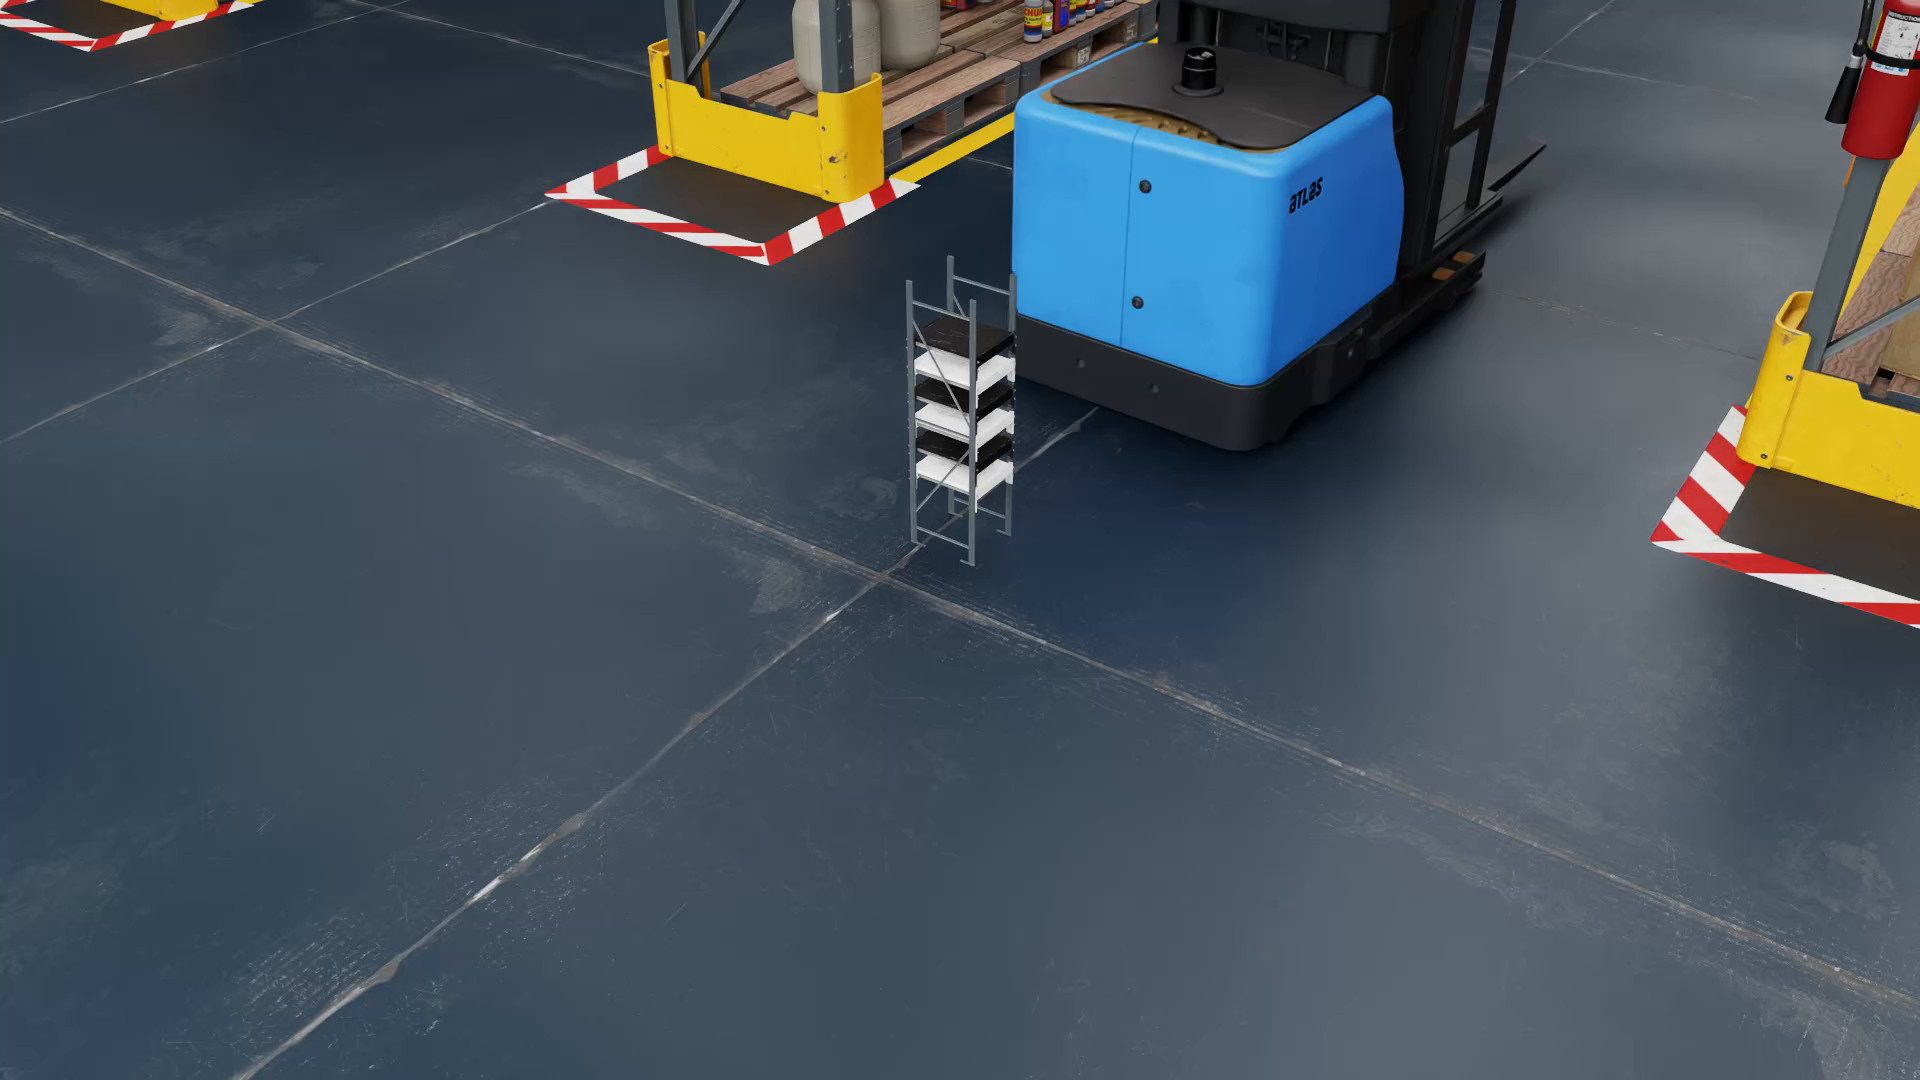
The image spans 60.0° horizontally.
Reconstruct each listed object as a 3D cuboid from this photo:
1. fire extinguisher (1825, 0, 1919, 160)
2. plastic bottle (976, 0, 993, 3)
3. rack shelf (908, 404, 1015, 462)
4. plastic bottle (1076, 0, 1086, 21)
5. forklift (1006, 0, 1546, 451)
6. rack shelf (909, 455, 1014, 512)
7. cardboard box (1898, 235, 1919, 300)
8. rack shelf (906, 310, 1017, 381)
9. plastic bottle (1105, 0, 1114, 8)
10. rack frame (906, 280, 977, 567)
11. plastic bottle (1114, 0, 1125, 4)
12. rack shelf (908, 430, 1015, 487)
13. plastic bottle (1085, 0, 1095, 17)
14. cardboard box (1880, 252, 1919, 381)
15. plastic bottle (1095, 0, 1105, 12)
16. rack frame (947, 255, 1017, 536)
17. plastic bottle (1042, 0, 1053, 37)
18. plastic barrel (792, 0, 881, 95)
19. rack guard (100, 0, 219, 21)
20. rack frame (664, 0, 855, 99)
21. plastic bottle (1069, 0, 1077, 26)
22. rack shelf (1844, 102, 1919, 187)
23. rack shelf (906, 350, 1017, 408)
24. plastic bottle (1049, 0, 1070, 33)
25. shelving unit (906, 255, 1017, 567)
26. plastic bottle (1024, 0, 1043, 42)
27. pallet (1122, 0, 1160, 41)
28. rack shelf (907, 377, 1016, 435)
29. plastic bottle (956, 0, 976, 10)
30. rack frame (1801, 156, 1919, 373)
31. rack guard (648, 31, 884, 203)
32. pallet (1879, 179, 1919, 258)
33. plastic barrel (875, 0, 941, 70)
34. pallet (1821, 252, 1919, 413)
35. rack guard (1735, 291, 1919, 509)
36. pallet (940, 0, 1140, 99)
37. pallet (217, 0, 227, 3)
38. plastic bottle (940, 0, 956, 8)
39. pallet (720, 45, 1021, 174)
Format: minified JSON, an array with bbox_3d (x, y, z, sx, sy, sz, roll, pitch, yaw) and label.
[{"bbox_3d":[2.718,-1.443,4.775,0.296,0.674,0.183,21,39,28],"label":"fire extinguisher"},{"bbox_3d":[0.139,-3.110,9.277,0.097,0.201,0.097,0,34,0],"label":"plastic bottle"},{"bbox_3d":[0.005,-0.349,5.022,0.258,0.077,0.200,21,39,28],"label":"rack shelf"},{"bbox_3d":[0.636,-2.953,8.982,0.097,0.271,0.097,0,34,0],"label":"plastic bottle"},{"bbox_3d":[1.463,-2.278,6.002,1.130,2.935,3.031,23,40,30],"label":"forklift"},{"bbox_3d":[0.005,-0.200,5.123,0.258,0.077,0.200,21,39,28],"label":"rack shelf"},{"bbox_3d":[3.845,-1.087,6.036,0.500,0.500,0.500,-25,41,-32],"label":"cardboard box"},{"bbox_3d":[0.005,-0.573,4.871,0.258,0.077,0.200,21,39,28],"label":"rack shelf"},{"bbox_3d":[0.809,-3.064,9.209,0.097,0.201,0.097,0,34,0],"label":"plastic bottle"},{"bbox_3d":[-0.053,-0.330,4.934,0.240,0.900,0.006,21,39,28],"label":"rack frame"},{"bbox_3d":[0.854,-3.158,9.281,0.152,0.276,0.135,22,40,29],"label":"plastic bottle"},{"bbox_3d":[0.005,-0.274,5.073,0.258,0.077,0.200,21,39,28],"label":"rack shelf"},{"bbox_3d":[0.692,-2.969,9.069,0.097,0.201,0.097,0,34,0],"label":"plastic bottle"},{"bbox_3d":[3.532,-0.801,5.613,0.500,0.500,0.500,-29,43,-35],"label":"cardboard box"},{"bbox_3d":[0.751,-3.046,9.120,0.097,0.271,0.097,0,34,0],"label":"plastic bottle"},{"bbox_3d":[0.063,-0.423,5.073,0.240,0.900,0.006,21,39,28],"label":"rack frame"},{"bbox_3d":[0.442,-2.768,8.770,0.097,0.201,0.097,0,34,0],"label":"plastic bottle"},{"bbox_3d":[-0.594,-2.433,8.016,0.421,0.512,0.421,0,34,0],"label":"plastic barrel"},{"bbox_3d":[-4.987,-3.500,9.979,1.175,0.500,0.348,21,39,28],"label":"rack guard"},{"bbox_3d":[-0.907,-2.962,6.953,1.000,3.000,0.127,21,39,28],"label":"rack frame"},{"bbox_3d":[0.579,-2.907,8.914,0.097,0.271,0.097,0,34,0],"label":"plastic bottle"},{"bbox_3d":[4.303,-2.003,6.176,1.077,0.370,4.000,21,39,28],"label":"rack shelf"},{"bbox_3d":[0.005,-0.498,4.921,0.258,0.077,0.200,21,39,28],"label":"rack shelf"},{"bbox_3d":[0.527,-2.852,8.822,0.061,0.283,0.133,22,40,29],"label":"plastic bottle"},{"bbox_3d":[0.005,-0.376,5.003,0.258,0.900,0.210,21,39,28],"label":"shelving unit"},{"bbox_3d":[0.383,-2.749,8.680,0.097,0.271,0.097,0,34,0],"label":"plastic bottle"},{"bbox_3d":[0.957,-3.352,10.019,1.003,0.211,1.213,21,39,28],"label":"pallet"},{"bbox_3d":[0.005,-0.423,4.972,0.258,0.077,0.200,21,39,28],"label":"rack shelf"},{"bbox_3d":[0.034,-3.078,9.156,0.061,0.283,0.133,21,39,28],"label":"plastic bottle"},{"bbox_3d":[3.162,-1.380,4.613,1.000,3.000,0.127,21,39,28],"label":"rack frame"},{"bbox_3d":[-0.902,-1.977,7.727,1.175,0.500,0.348,21,39,28],"label":"rack guard"},{"bbox_3d":[4.394,-1.182,6.809,1.003,0.211,1.213,21,39,28],"label":"pallet"},{"bbox_3d":[-0.308,-2.664,8.357,0.421,0.512,0.421,0,34,0],"label":"plastic barrel"},{"bbox_3d":[3.698,-0.623,5.982,1.003,0.211,1.213,21,39,28],"label":"pallet"},{"bbox_3d":[3.206,-0.380,5.365,1.175,0.500,0.348,21,39,28],"label":"rack guard"},{"bbox_3d":[0.262,-2.788,9.185,1.003,0.211,1.213,21,39,28],"label":"pallet"},{"bbox_3d":[-4.572,-3.756,10.616,1.003,0.211,1.213,21,39,28],"label":"pallet"},{"bbox_3d":[-0.053,-3.109,9.208,0.152,0.276,0.135,22,40,29],"label":"plastic bottle"},{"bbox_3d":[-0.434,-2.229,8.358,1.003,0.211,1.213,21,39,28],"label":"pallet"}]
